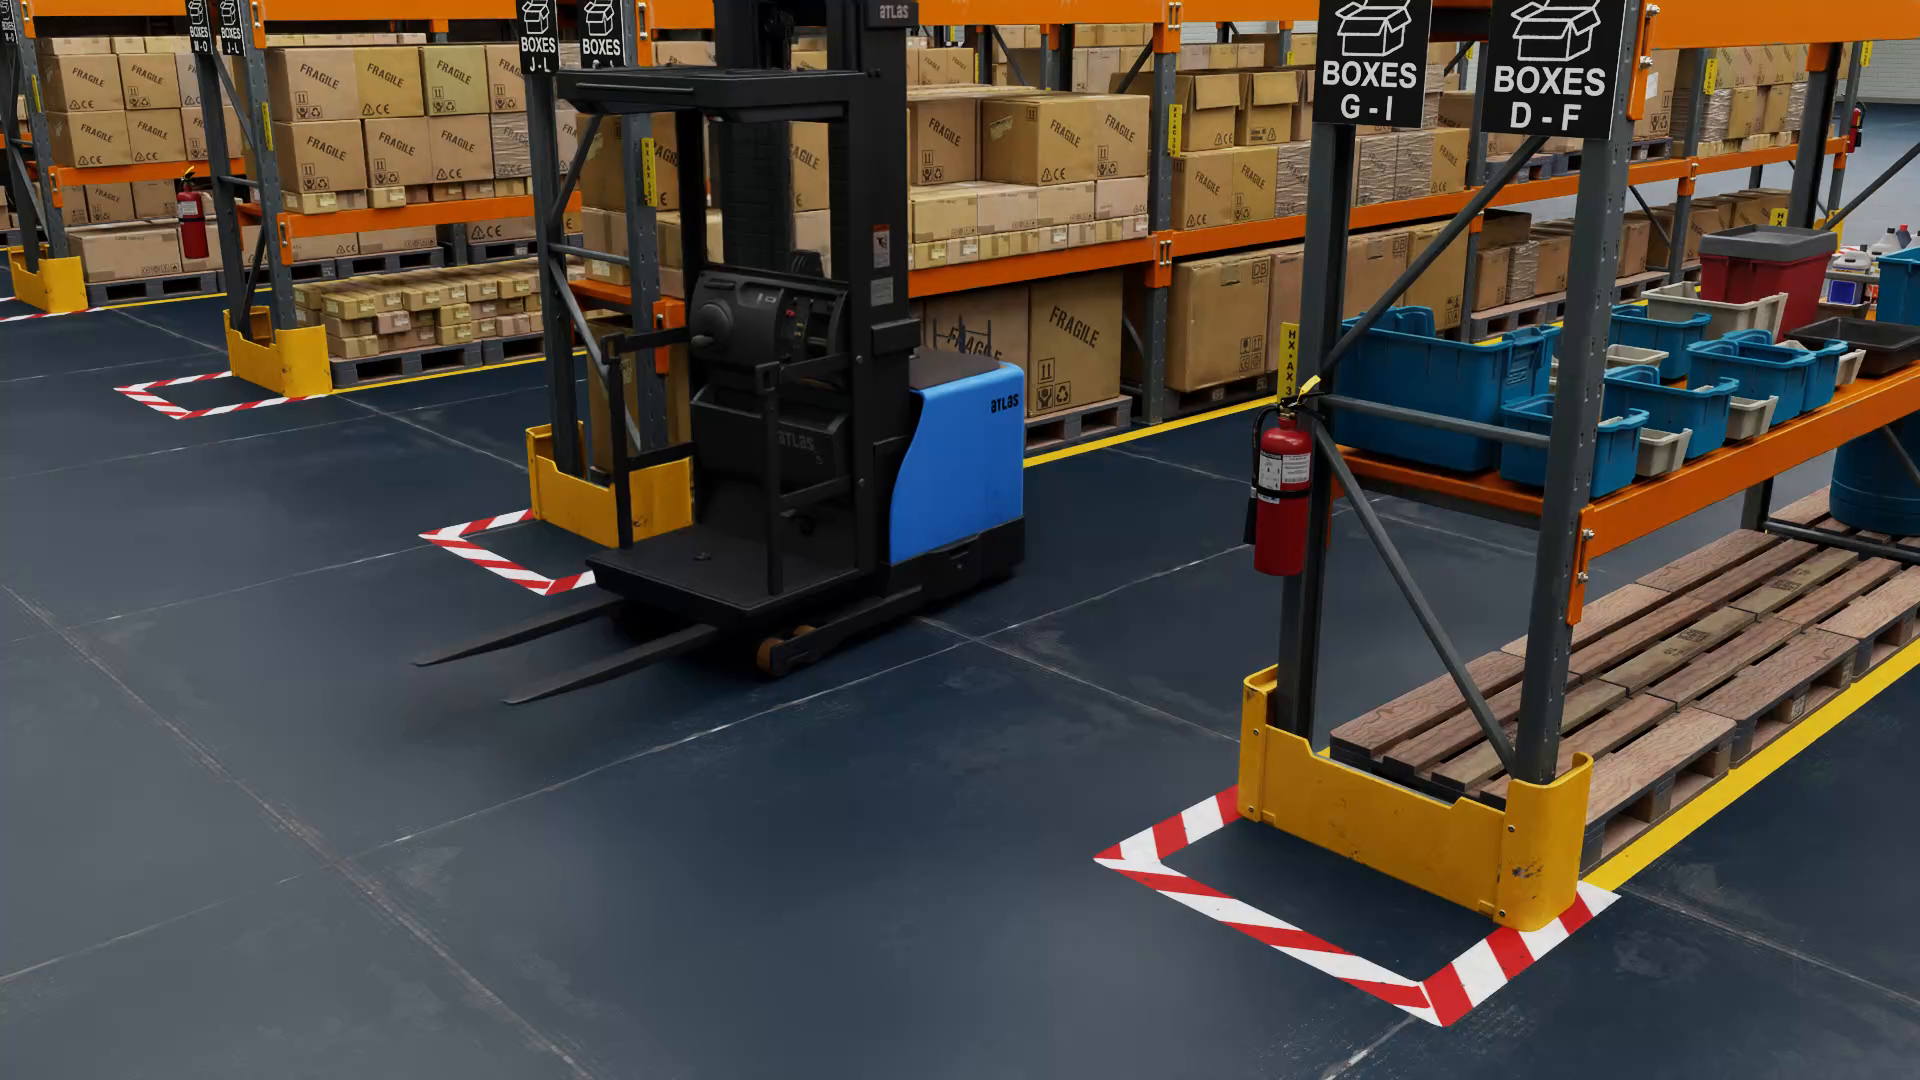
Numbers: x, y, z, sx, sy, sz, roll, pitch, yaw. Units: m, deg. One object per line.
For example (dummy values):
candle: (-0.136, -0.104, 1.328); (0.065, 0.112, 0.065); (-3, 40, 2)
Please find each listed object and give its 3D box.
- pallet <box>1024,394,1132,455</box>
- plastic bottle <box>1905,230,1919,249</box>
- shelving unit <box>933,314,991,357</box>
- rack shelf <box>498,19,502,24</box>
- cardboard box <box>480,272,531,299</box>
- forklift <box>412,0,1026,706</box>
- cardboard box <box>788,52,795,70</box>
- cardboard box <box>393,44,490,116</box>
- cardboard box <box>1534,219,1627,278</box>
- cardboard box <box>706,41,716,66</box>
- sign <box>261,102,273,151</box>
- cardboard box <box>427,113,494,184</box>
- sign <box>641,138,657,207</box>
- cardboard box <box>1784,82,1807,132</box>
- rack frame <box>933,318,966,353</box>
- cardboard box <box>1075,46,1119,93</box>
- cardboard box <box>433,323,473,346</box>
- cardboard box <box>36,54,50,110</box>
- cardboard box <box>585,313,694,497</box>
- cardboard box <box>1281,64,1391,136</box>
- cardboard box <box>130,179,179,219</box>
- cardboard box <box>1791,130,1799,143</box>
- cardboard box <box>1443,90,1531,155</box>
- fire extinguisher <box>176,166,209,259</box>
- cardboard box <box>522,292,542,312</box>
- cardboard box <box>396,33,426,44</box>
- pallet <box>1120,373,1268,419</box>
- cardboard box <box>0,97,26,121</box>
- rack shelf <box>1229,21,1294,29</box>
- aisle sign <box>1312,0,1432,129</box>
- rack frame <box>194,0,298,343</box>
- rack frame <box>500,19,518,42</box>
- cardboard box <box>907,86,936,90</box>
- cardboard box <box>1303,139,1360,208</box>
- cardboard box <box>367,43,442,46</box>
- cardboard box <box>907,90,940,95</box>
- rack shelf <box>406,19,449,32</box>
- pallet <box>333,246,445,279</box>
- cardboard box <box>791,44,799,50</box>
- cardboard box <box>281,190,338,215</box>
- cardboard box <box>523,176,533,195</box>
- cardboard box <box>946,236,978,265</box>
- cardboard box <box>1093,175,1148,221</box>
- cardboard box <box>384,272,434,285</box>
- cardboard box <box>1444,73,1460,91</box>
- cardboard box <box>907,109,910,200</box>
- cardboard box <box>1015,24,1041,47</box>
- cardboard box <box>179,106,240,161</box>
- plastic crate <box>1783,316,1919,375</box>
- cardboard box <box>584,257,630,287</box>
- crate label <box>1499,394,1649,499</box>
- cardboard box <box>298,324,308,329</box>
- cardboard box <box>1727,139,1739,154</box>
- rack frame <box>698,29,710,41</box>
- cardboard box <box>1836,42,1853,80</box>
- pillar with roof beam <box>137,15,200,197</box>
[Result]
pallet: (0.401, -0.855, 11.278); (1.213, 0.211, 1.003); (-16, 24, -41)
plastic bottle: (4.952, -1.427, 8.603); (0.185, 0.351, 0.144); (-16, 24, -41)
shelving unit: (0.011, -0.574, 8.809); (0.189, 1.200, 0.258); (-16, 24, -41)
rack shelf: (-7.761, -7.166, 22.525); (4.000, 0.370, 1.077); (-16, 24, -41)
cardboard box: (-3.677, -2.055, 13.436); (0.250, 0.149, 0.380); (-16, 24, -40)
forklift: (-0.997, -0.980, 7.256); (1.130, 2.935, 3.031); (14, 23, 38)
cardboard box: (-2.409, -5.825, 20.763); (0.500, 0.500, 0.500); (17, 25, 42)
cardboard box: (-3.969, -3.524, 12.724); (0.500, 0.500, 0.500); (-17, 25, -42)
cardboard box: (6.000, -2.818, 16.152); (0.500, 0.500, 0.700); (-16, 24, -41)
cardboard box: (-3.091, -5.748, 20.067); (0.500, 0.500, 0.500); (-17, 25, -42)
sign: (-4.861, -2.900, 11.663); (0.005, 0.325, 0.100); (-16, 24, -41)
cardboard box: (-3.982, -3.052, 12.891); (0.500, 0.500, 0.500); (-16, 24, -40)
sign: (-1.522, -1.801, 8.144); (0.005, 0.325, 0.100); (-16, 24, -41)
cardboard box: (8.634, -4.717, 18.025); (0.500, 0.500, 0.875); (-16, 24, -41)
rack frame: (-0.056, -0.554, 8.749); (0.006, 1.200, 0.240); (-16, 24, -41)
cardboard box: (1.279, -5.029, 17.848); (0.500, 0.500, 0.700); (-17, 24, -42)
cardboard box: (-4.062, -1.651, 13.153); (0.250, 0.149, 0.380); (-16, 24, -40)
cardboard box: (-8.521, -4.377, 15.837); (0.500, 0.500, 0.500); (-15, 23, -39)
cardboard box: (-1.489, -0.820, 9.413); (0.875, 0.875, 0.875); (-16, 24, -41)
cardboard box: (2.896, -3.408, 12.845); (0.637, 0.503, 0.797); (-16, 24, -40)
cardboard box: (-10.209, -4.321, 20.820); (0.700, 0.500, 0.500); (17, 24, 42)
cardboard box: (8.931, -4.431, 18.194); (0.250, 0.149, 0.380); (-16, 24, -41)
cardboard box: (4.615, -3.684, 14.640); (0.500, 0.500, 0.700); (-12, 22, -33)
fire extinguisher: (-5.734, -2.446, 12.395); (0.183, 0.674, 0.296); (-16, 24, -41)
cardboard box: (-3.561, -1.995, 13.734); (0.250, 0.149, 0.380); (-15, 23, -38)
cardboard box: (-5.807, -5.241, 17.450); (0.250, 0.149, 0.380); (-17, 24, -42)
pallet: (1.516, -1.179, 12.278); (1.213, 0.211, 1.003); (-16, 24, -41)
cardboard box: (-11.240, -5.022, 19.372); (0.500, 0.250, 0.500); (-16, 24, -40)
rack shelf: (4.939, -6.661, 20.969); (4.000, 0.370, 1.077); (-16, 24, -41)
aisle sign: (1.250, -1.654, 5.008); (0.004, 0.787, 0.394); (-16, 24, -41)
rack frame: (-5.234, -2.610, 12.171); (0.127, 3.000, 1.000); (-16, 24, -41)
rack frame: (-6.308, -6.505, 24.183); (0.127, 3.000, 1.000); (-16, 24, -41)
cardboard box: (-0.457, -4.449, 16.606); (0.380, 0.149, 0.250); (17, 24, 42)
cardboard box: (2.614, -2.737, 12.401); (0.500, 0.500, 0.500); (-16, 24, -40)
cardboard box: (-4.332, -3.647, 13.104); (0.500, 0.500, 0.500); (-15, 23, -38)
cardboard box: (-0.403, -4.188, 15.801); (0.250, 0.149, 0.380); (-15, 23, -38)
rack shelf: (-4.348, -6.054, 19.096); (4.000, 0.370, 1.077); (-16, 24, -41)
pallet: (-6.408, -3.075, 18.128); (1.213, 0.211, 1.003); (-16, 24, -41)
cardboard box: (-2.659, -7.983, 27.046); (0.250, 0.149, 0.380); (-17, 24, -42)
cardboard box: (-4.773, -2.486, 12.195); (0.250, 0.149, 0.380); (-17, 24, -41)
cardboard box: (-3.460, -2.878, 13.404); (0.250, 0.149, 0.380); (-16, 24, -40)
cardboard box: (-0.108, -1.741, 9.898); (0.250, 0.149, 0.380); (-16, 24, -40)
cardboard box: (0.867, -2.242, 10.798); (0.500, 0.250, 0.500); (-17, 24, -42)
cardboard box: (-4.468, -2.070, 13.483); (0.380, 0.149, 0.250); (17, 24, 42)
cardboard box: (6.154, -5.983, 22.331); (0.550, 0.550, 0.875); (-16, 24, -41)
cardboard box: (-0.629, -2.162, 9.335); (0.500, 0.500, 0.500); (-17, 25, -42)
cardboard box: (0.866, -7.053, 23.610); (0.500, 0.500, 0.700); (-16, 24, -41)
cardboard box: (-7.431, -4.000, 16.296); (0.500, 0.500, 0.500); (-16, 24, -41)
plastic crate: (3.781, -0.815, 6.984); (0.590, 0.125, 0.437); (-16, 24, -41)
cardboard box: (-1.867, -1.507, 9.176); (0.250, 0.149, 0.380); (-16, 24, -40)
crate label: (1.909, -0.295, 5.204); (0.303, 0.233, 0.416); (-16, 24, -41)
cardboard box: (-4.994, -1.612, 13.034); (0.250, 0.149, 0.380); (-16, 24, -40)
cardboard box: (7.711, -4.043, 16.998); (0.250, 0.149, 0.380); (-16, 24, -41)
rack frame: (-2.895, -5.393, 20.755); (0.127, 3.000, 1.000); (-16, 24, -41)
cardboard box: (9.497, -5.360, 18.388); (0.500, 0.500, 0.500); (-16, 24, -41)
pillar with roof beam: (-7.382, -7.601, 17.836); (0.400, 9.000, 9.100); (-16, 24, -41)
